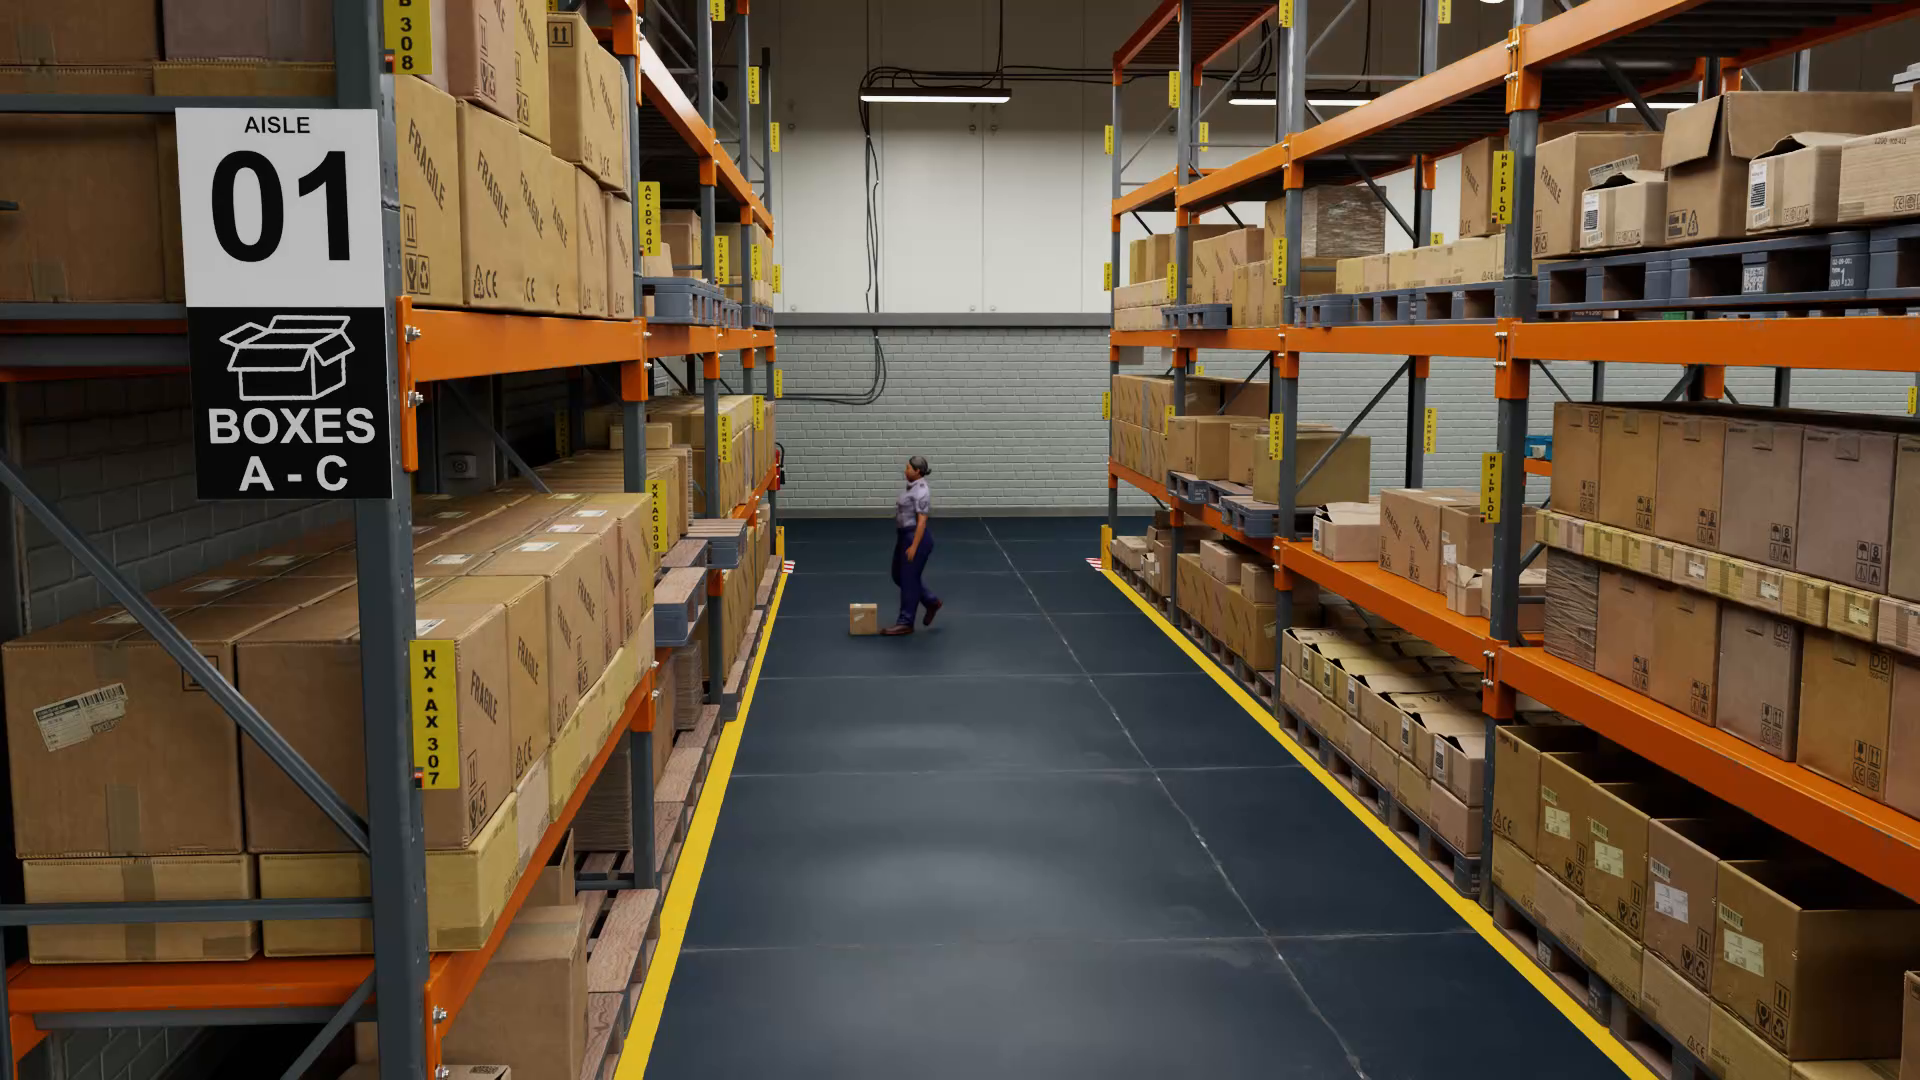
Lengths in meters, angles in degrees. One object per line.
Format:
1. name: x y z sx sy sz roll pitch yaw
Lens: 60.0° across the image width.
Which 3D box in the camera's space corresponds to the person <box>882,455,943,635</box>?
1. person: -0.439 0.034 15.452 0.620 1.645 0.533 -1 7 -11
